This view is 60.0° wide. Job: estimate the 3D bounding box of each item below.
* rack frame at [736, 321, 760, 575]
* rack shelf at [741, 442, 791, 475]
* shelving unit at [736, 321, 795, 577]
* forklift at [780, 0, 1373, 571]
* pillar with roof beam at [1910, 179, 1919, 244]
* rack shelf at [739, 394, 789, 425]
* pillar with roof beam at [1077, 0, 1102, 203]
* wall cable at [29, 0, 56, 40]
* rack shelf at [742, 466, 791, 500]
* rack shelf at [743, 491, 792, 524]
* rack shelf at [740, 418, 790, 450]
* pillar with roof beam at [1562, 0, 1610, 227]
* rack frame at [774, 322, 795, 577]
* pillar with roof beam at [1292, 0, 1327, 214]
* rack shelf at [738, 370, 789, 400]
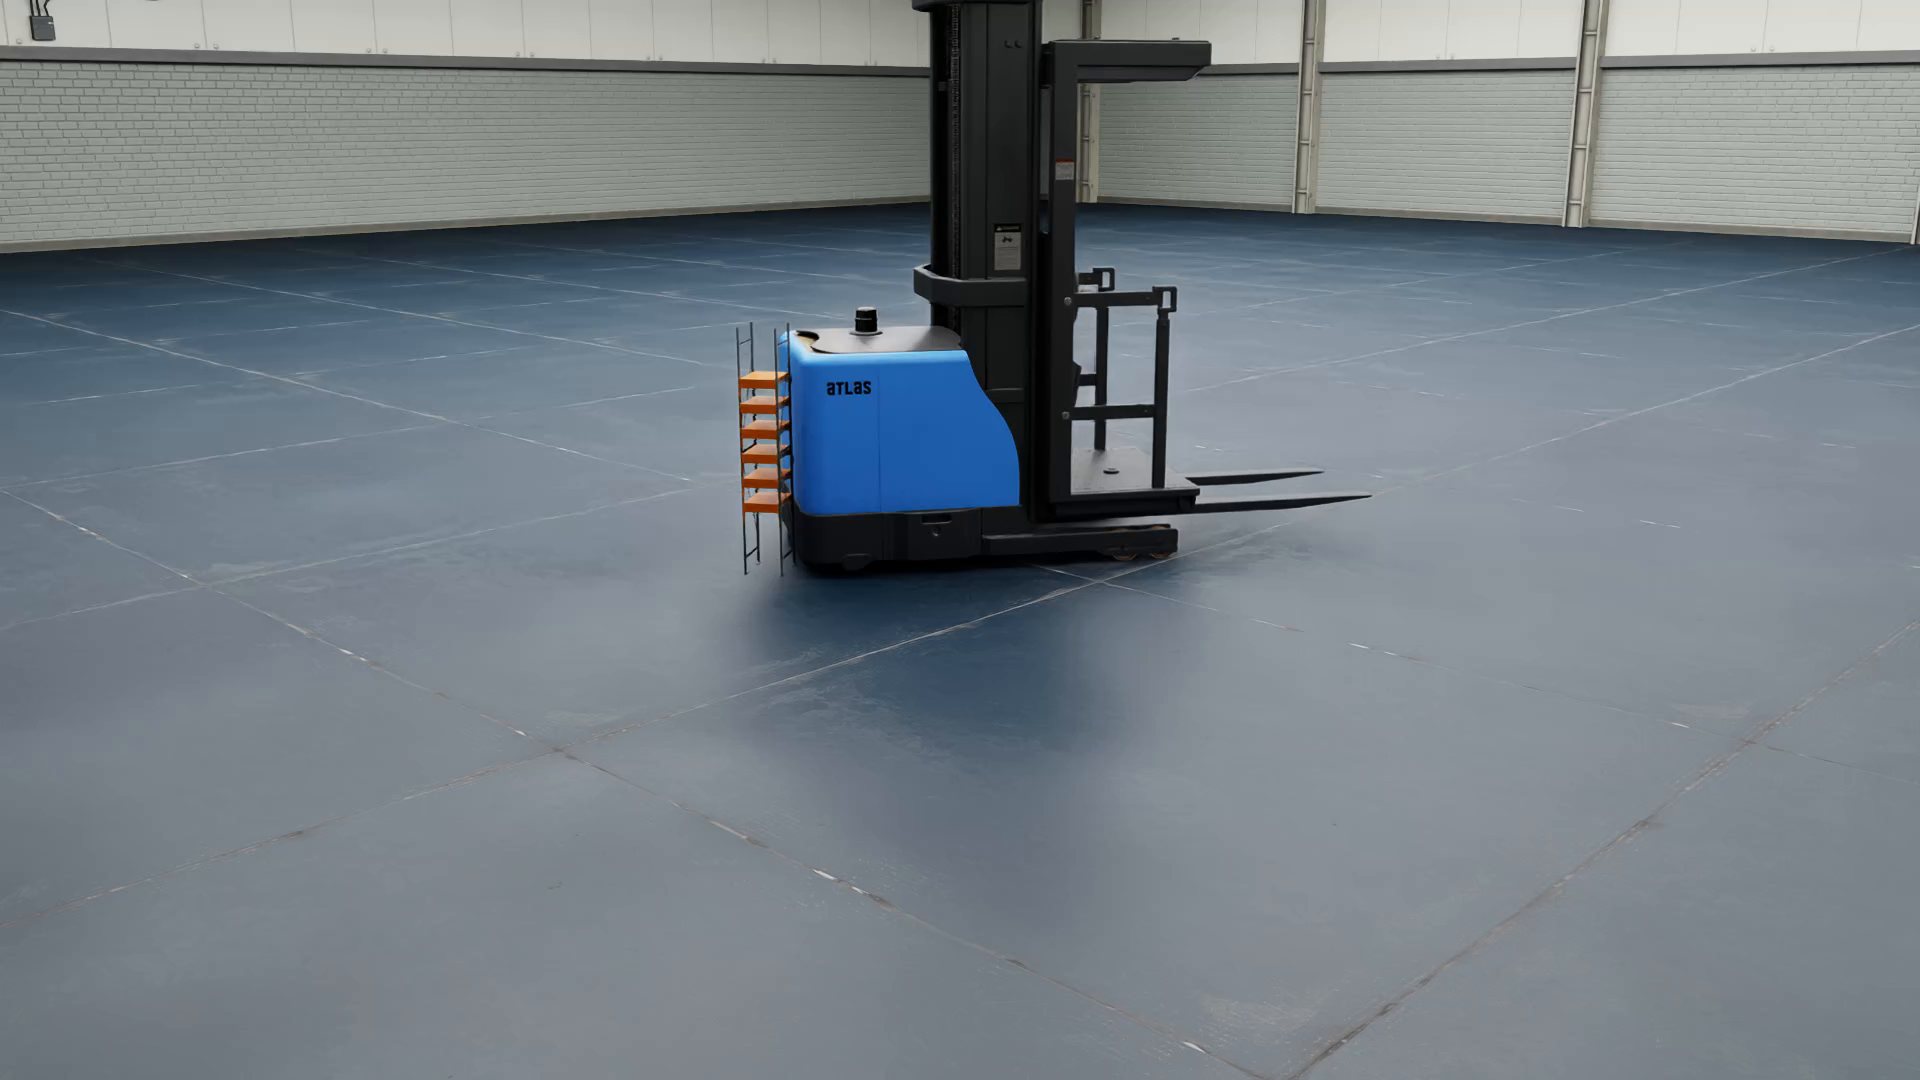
[{"bbox_3d":[-1.022,-0.441,8.035,0.006,1.200,0.240,3,15,10],"label":"rack frame"},{"bbox_3d":[-0.932,-0.394,8.030,0.180,0.103,0.258,3,15,10],"label":"rack shelf"},{"bbox_3d":[-0.932,-0.437,8.019,0.189,1.200,0.258,3,15,10],"label":"shelving unit"},{"bbox_3d":[0.624,-1.439,8.431,3.031,2.935,1.130,-3,15,-12],"label":"forklift"},{"bbox_3d":[13.002,-8.470,23.385,0.400,9.000,9.100,14,20,42],"label":"pillar with roof beam"},{"bbox_3d":[-0.932,-0.626,7.970,0.180,0.103,0.258,3,15,10],"label":"rack shelf"},{"bbox_3d":[0.044,-11.621,35.475,0.400,9.000,9.100,14,20,42],"label":"pillar with roof beam"},{"bbox_3d":[-13.434,-10.806,25.605,0.169,6.003,2.305,14,20,42],"label":"wall cable"},{"bbox_3d":[-0.932,-0.277,8.061,0.180,0.103,0.258,3,15,10],"label":"rack shelf"},{"bbox_3d":[-0.932,-0.161,8.091,0.180,0.103,0.258,3,15,10],"label":"rack shelf"},{"bbox_3d":[-0.932,-0.510,8.000,0.180,0.103,0.258,3,15,10],"label":"rack shelf"},{"bbox_3d":[8.682,-9.521,27.415,0.400,9.000,9.100,14,20,42],"label":"pillar with roof beam"},{"bbox_3d":[-0.842,-0.433,8.004,0.006,1.200,0.240,3,15,10],"label":"rack frame"},{"bbox_3d":[4.363,-10.571,31.445,0.400,9.000,9.100,14,20,42],"label":"pillar with roof beam"},{"bbox_3d":[-0.932,-0.742,7.940,0.180,0.103,0.258,3,15,10],"label":"rack shelf"}]
